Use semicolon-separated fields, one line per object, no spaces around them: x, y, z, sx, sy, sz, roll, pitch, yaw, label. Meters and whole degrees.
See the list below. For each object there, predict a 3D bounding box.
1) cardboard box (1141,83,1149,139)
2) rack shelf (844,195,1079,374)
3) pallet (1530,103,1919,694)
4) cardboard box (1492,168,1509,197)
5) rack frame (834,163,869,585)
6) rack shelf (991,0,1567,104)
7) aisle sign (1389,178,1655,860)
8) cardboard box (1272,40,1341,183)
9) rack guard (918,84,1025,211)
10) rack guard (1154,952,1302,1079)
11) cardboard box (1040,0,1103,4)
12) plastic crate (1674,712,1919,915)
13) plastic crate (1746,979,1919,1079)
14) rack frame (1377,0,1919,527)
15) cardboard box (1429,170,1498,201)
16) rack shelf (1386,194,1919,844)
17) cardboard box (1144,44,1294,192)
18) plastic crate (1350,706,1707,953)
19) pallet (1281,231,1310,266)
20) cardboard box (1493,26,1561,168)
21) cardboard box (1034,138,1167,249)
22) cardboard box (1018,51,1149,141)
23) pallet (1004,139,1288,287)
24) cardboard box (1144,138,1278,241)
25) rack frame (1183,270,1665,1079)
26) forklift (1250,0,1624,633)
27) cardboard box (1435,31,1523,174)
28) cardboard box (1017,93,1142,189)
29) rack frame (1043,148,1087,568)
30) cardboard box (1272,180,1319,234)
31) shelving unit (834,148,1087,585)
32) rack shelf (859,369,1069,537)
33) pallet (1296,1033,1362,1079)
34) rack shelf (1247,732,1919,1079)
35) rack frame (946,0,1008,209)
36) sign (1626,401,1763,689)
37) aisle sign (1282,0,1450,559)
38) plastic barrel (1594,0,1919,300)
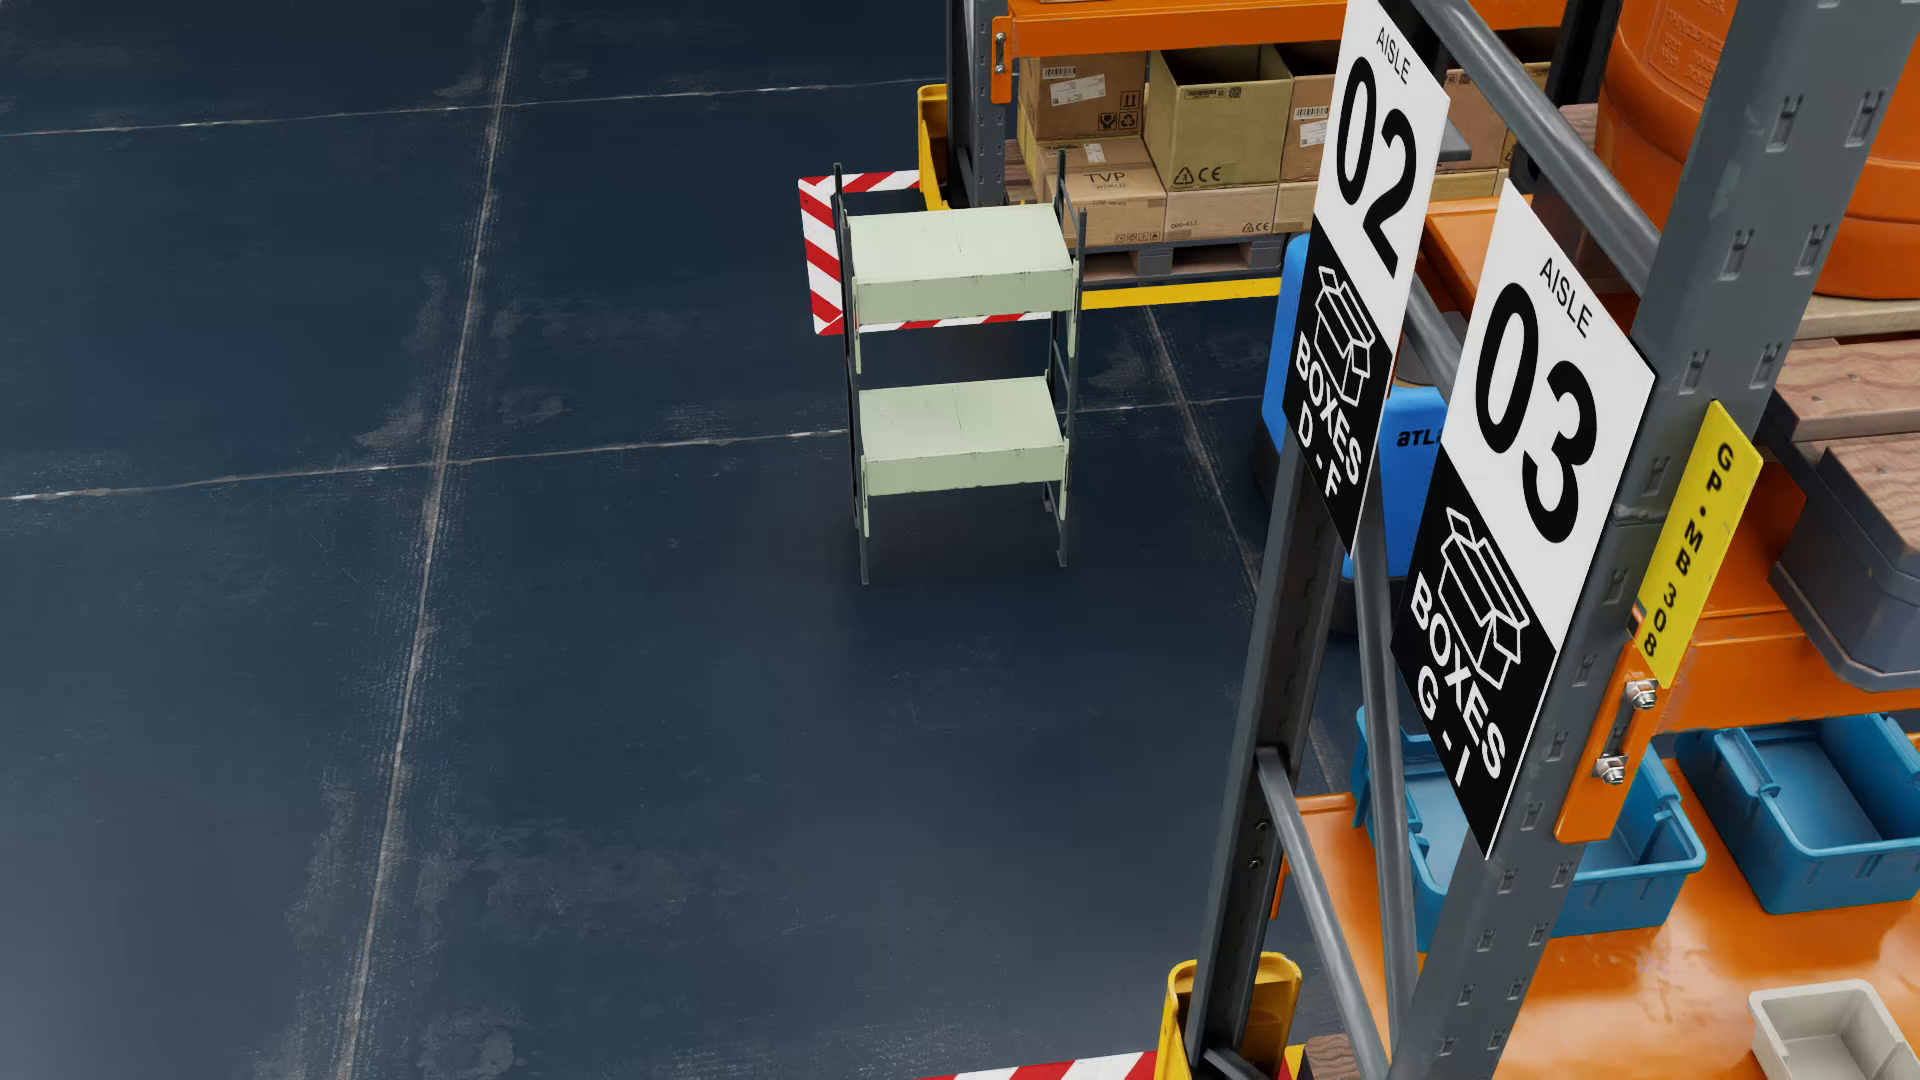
1.050;-1.956;7.919;0.500;0.250;0.500;-5;42;-6;cardboard box
-0.007;-0.846;5.486;0.720;0.370;0.431;-5;42;-6;rack shelf
1.534;-0.288;2.231;1.213;0.211;1.003;-5;42;-6;pallet
2.606;-1.734;7.672;0.500;0.250;0.500;-5;42;-6;cardboard box
-0.370;-0.525;5.712;0.023;1.500;0.400;-5;42;-6;rack frame
2.046;-2.434;7.246;4.000;0.370;1.077;-5;42;-6;rack shelf
0.668;-0.002;2.071;0.004;0.787;0.394;-5;42;-6;aisle sign
1.613;-1.936;7.336;0.500;0.500;0.500;-5;42;-6;cardboard box
0.039;-1.597;7.647;0.348;0.500;1.175;-5;42;-6;rack guard
0.770;1.653;4.044;0.348;0.500;1.175;-5;42;-6;rack guard
0.527;-2.596;6.814;0.500;0.500;0.700;-5;42;-6;cardboard box
1.803;0.523;3.541;0.408;0.251;0.499;-5;42;-6;plastic crate
1.630;0.997;3.102;0.250;0.136;0.298;-5;42;-6;plastic crate
0.701;-1.465;1.155;0.127;3.000;1.000;-5;42;-6;rack frame
2.111;-1.690;7.624;0.500;0.250;0.500;-5;42;-6;cardboard box
2.684;-0.258;2.594;4.000;0.370;1.077;-5;42;-6;rack shelf
1.119;-1.884;7.279;0.500;0.500;0.500;-5;42;-6;cardboard box
1.159;0.576;3.483;0.616;0.251;0.499;-5;42;-6;plastic crate
2.023;-1.690;7.966;1.213;0.211;1.003;-5;42;-6;pallet
2.605;-2.021;7.430;0.500;0.500;0.500;-5;42;-6;cardboard box
0.623;-1.561;7.480;0.500;0.250;0.500;-5;42;-6;cardboard box
0.556;-2.185;7.612;0.500;0.500;0.500;-5;42;-6;cardboard box
0.815;-1.586;7.851;1.213;0.211;1.003;-5;42;-6;pallet
1.119;-1.607;7.531;0.500;0.250;0.500;-5;42;-6;cardboard box
0.701;0.763;3.165;0.127;3.000;1.000;-5;42;-6;rack frame
2.689;-1.182;5.372;3.031;2.935;1.130;-5;42;-6;forklift
2.111;-1.968;7.372;0.500;0.500;0.500;-5;42;-6;cardboard box
0.556;-1.905;7.862;0.500;0.250;0.500;-5;42;-6;cardboard box
0.356;-0.588;5.782;0.023;1.500;0.400;-5;42;-6;rack frame
1.614;-1.650;7.579;0.500;0.250;0.500;-5;42;-6;cardboard box
-0.007;-0.556;5.747;0.755;1.500;0.431;-5;42;-6;shelving unit
-0.007;-0.314;5.965;0.720;0.370;0.431;-5;42;-6;rack shelf
1.577;1.693;4.215;1.213;0.211;1.003;-5;42;-6;pallet
2.684;0.856;3.598;4.000;0.370;1.077;-5;42;-6;rack shelf
0.063;-2.527;6.812;0.127;3.000;1.000;-5;42;-6;rack frame
0.768;0.011;1.752;0.005;0.325;0.100;-5;42;-6;sign
0.591;-0.394;2.506;0.004;0.787;0.394;-5;42;-6;aisle sign
1.167;-0.793;2.016;0.708;0.830;0.600;-5;42;-6;plastic barrel
